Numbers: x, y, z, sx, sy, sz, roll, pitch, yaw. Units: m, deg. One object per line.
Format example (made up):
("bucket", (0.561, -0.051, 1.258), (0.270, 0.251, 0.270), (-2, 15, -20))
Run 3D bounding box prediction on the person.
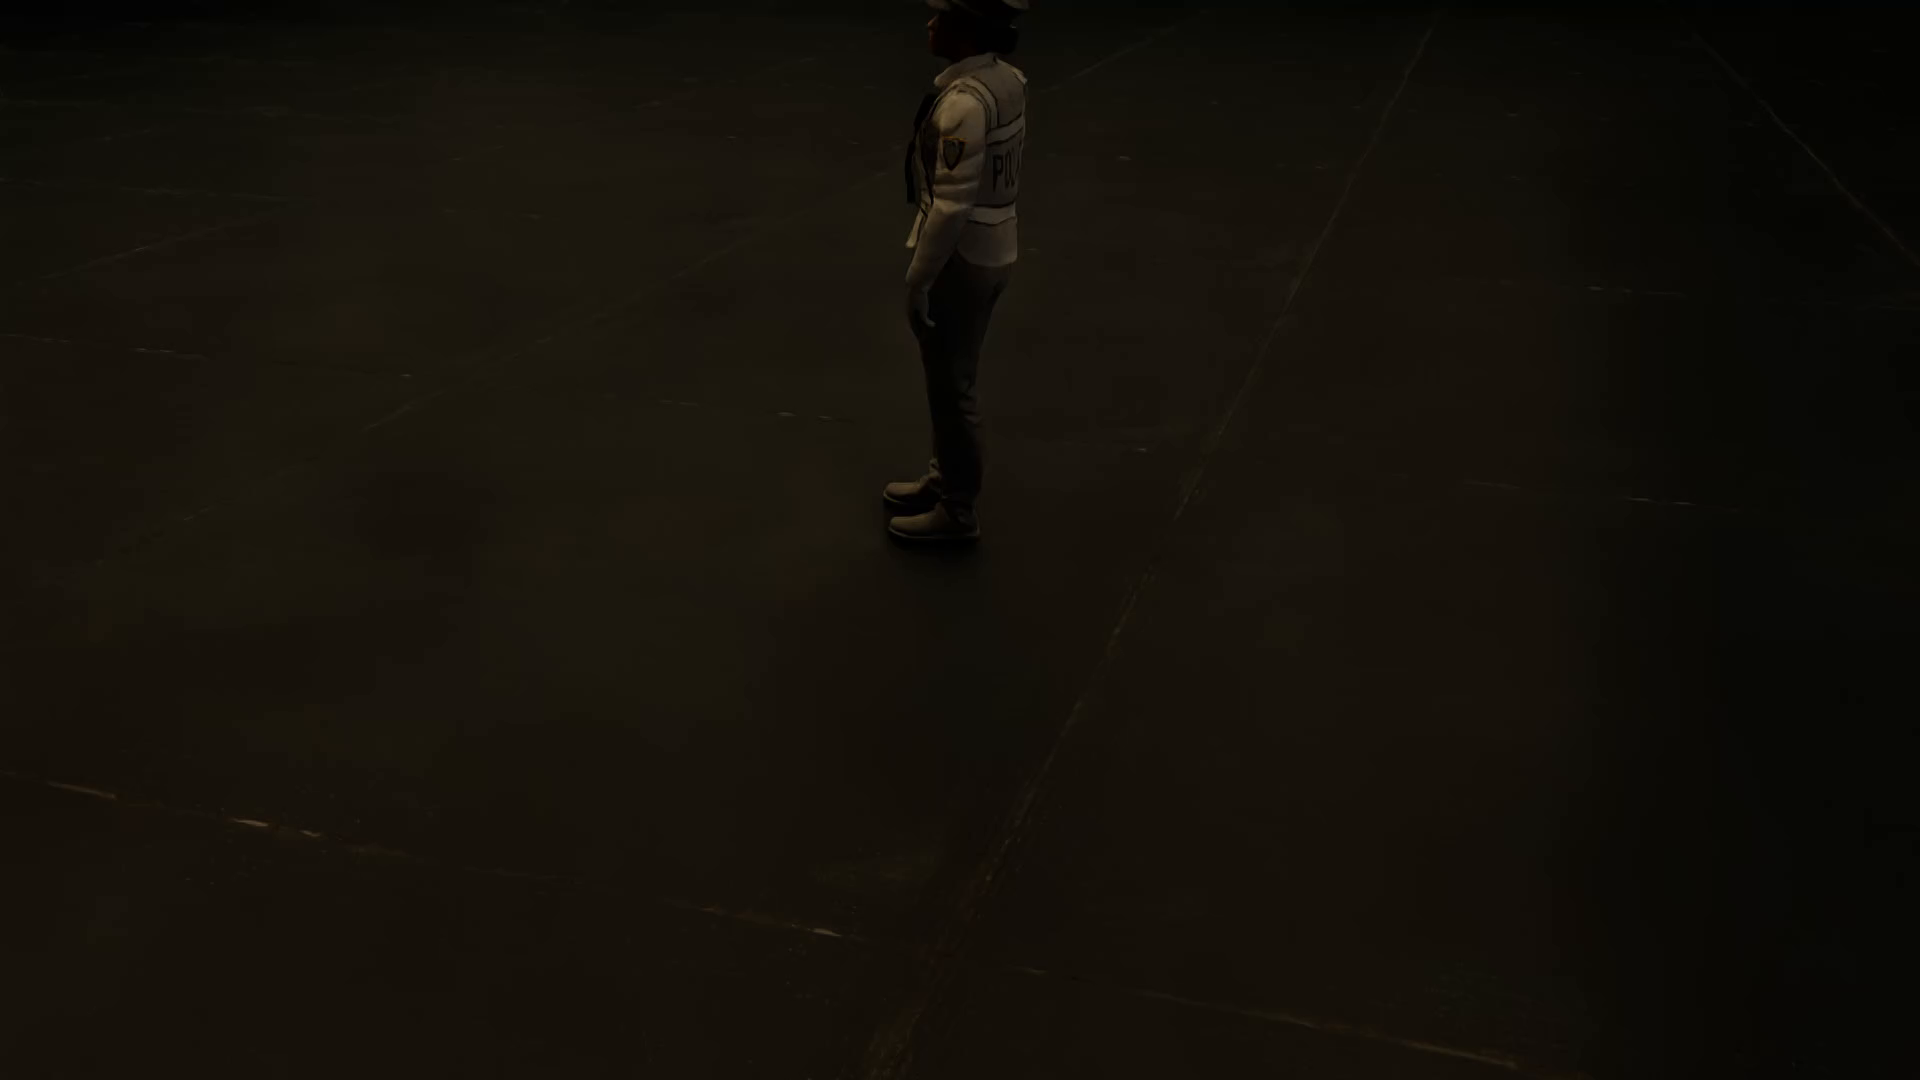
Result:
("person", (-0.063, -0.801, 4.819), (0.533, 1.695, 0.586), (7, 23, 16))
